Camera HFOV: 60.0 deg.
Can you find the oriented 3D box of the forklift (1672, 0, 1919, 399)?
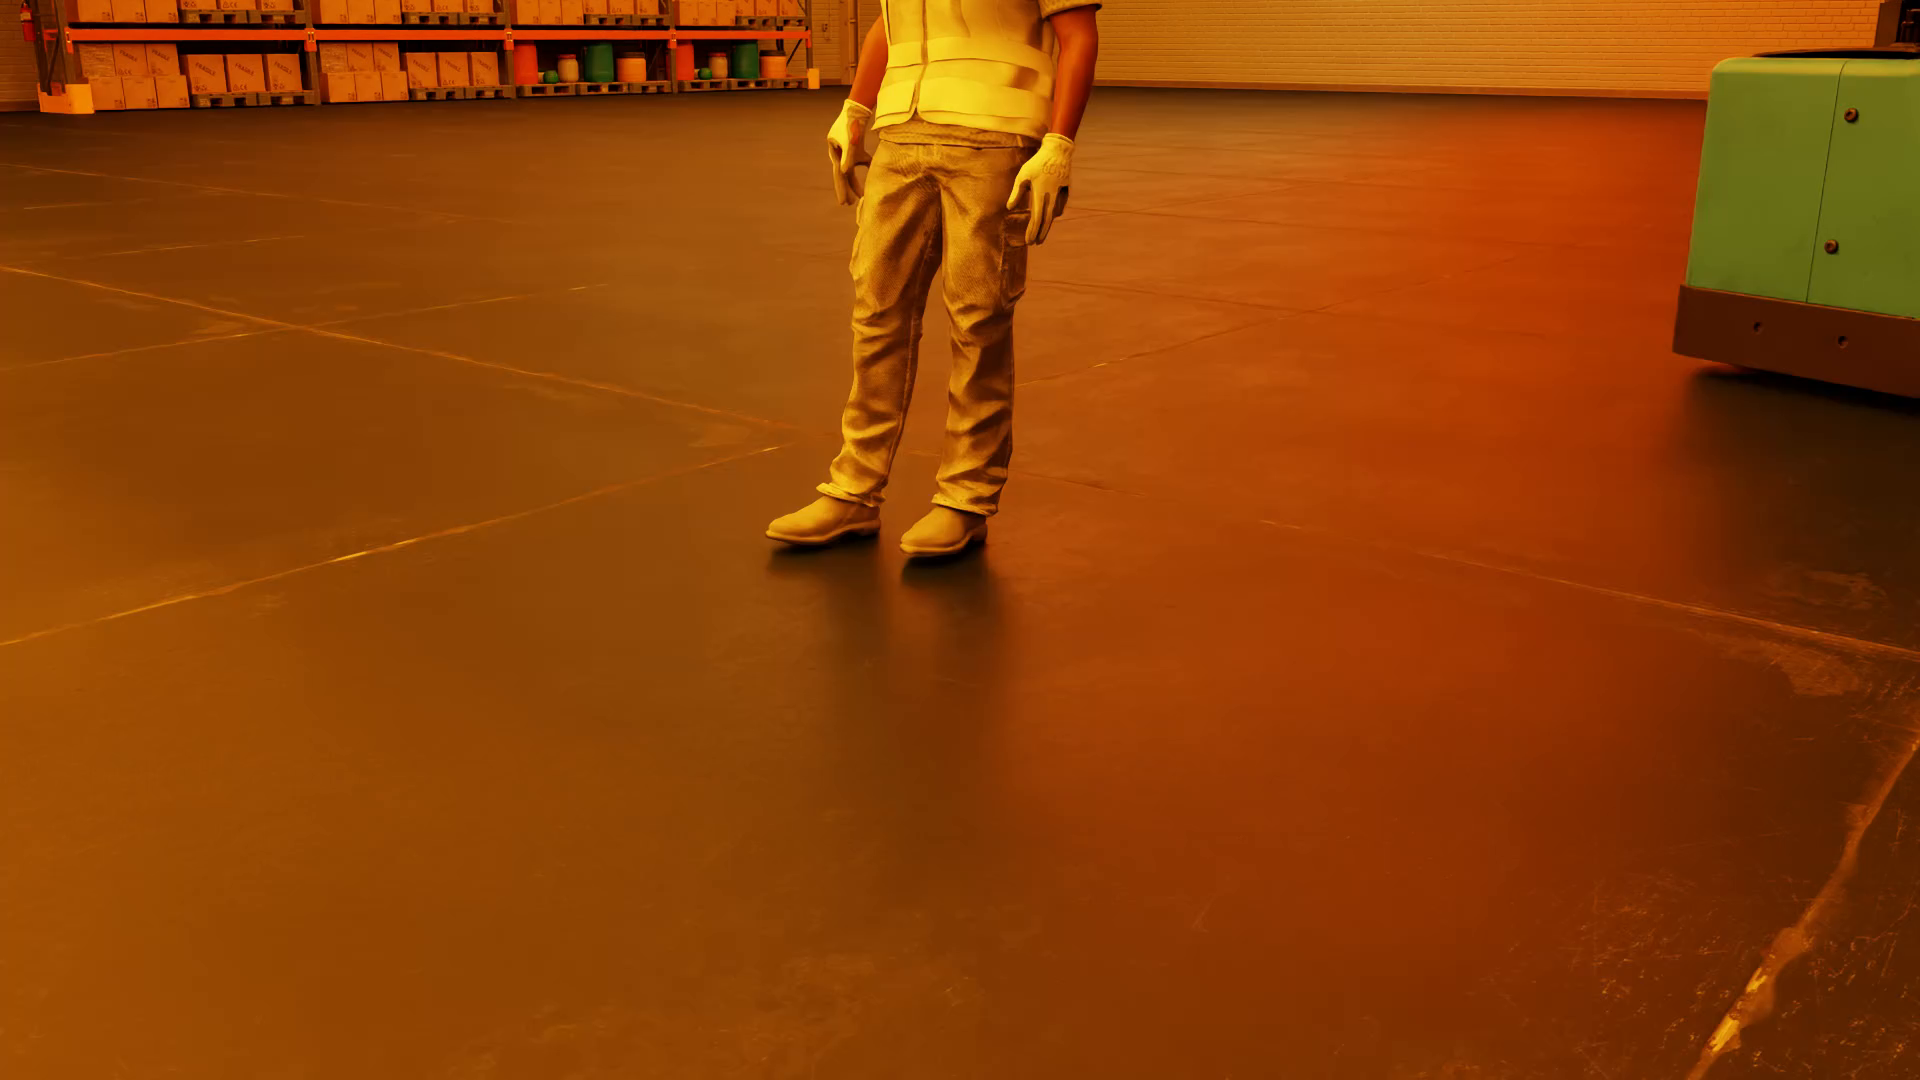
[{"bbox_3d":[4.055,-2.092,5.787,3.031,2.935,1.130,-9,19,-28],"label":"forklift"}]

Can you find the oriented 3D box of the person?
[{"bbox_3d":[-0.052,-0.846,3.633,0.656,1.782,0.577,13,21,37],"label":"person"}]
